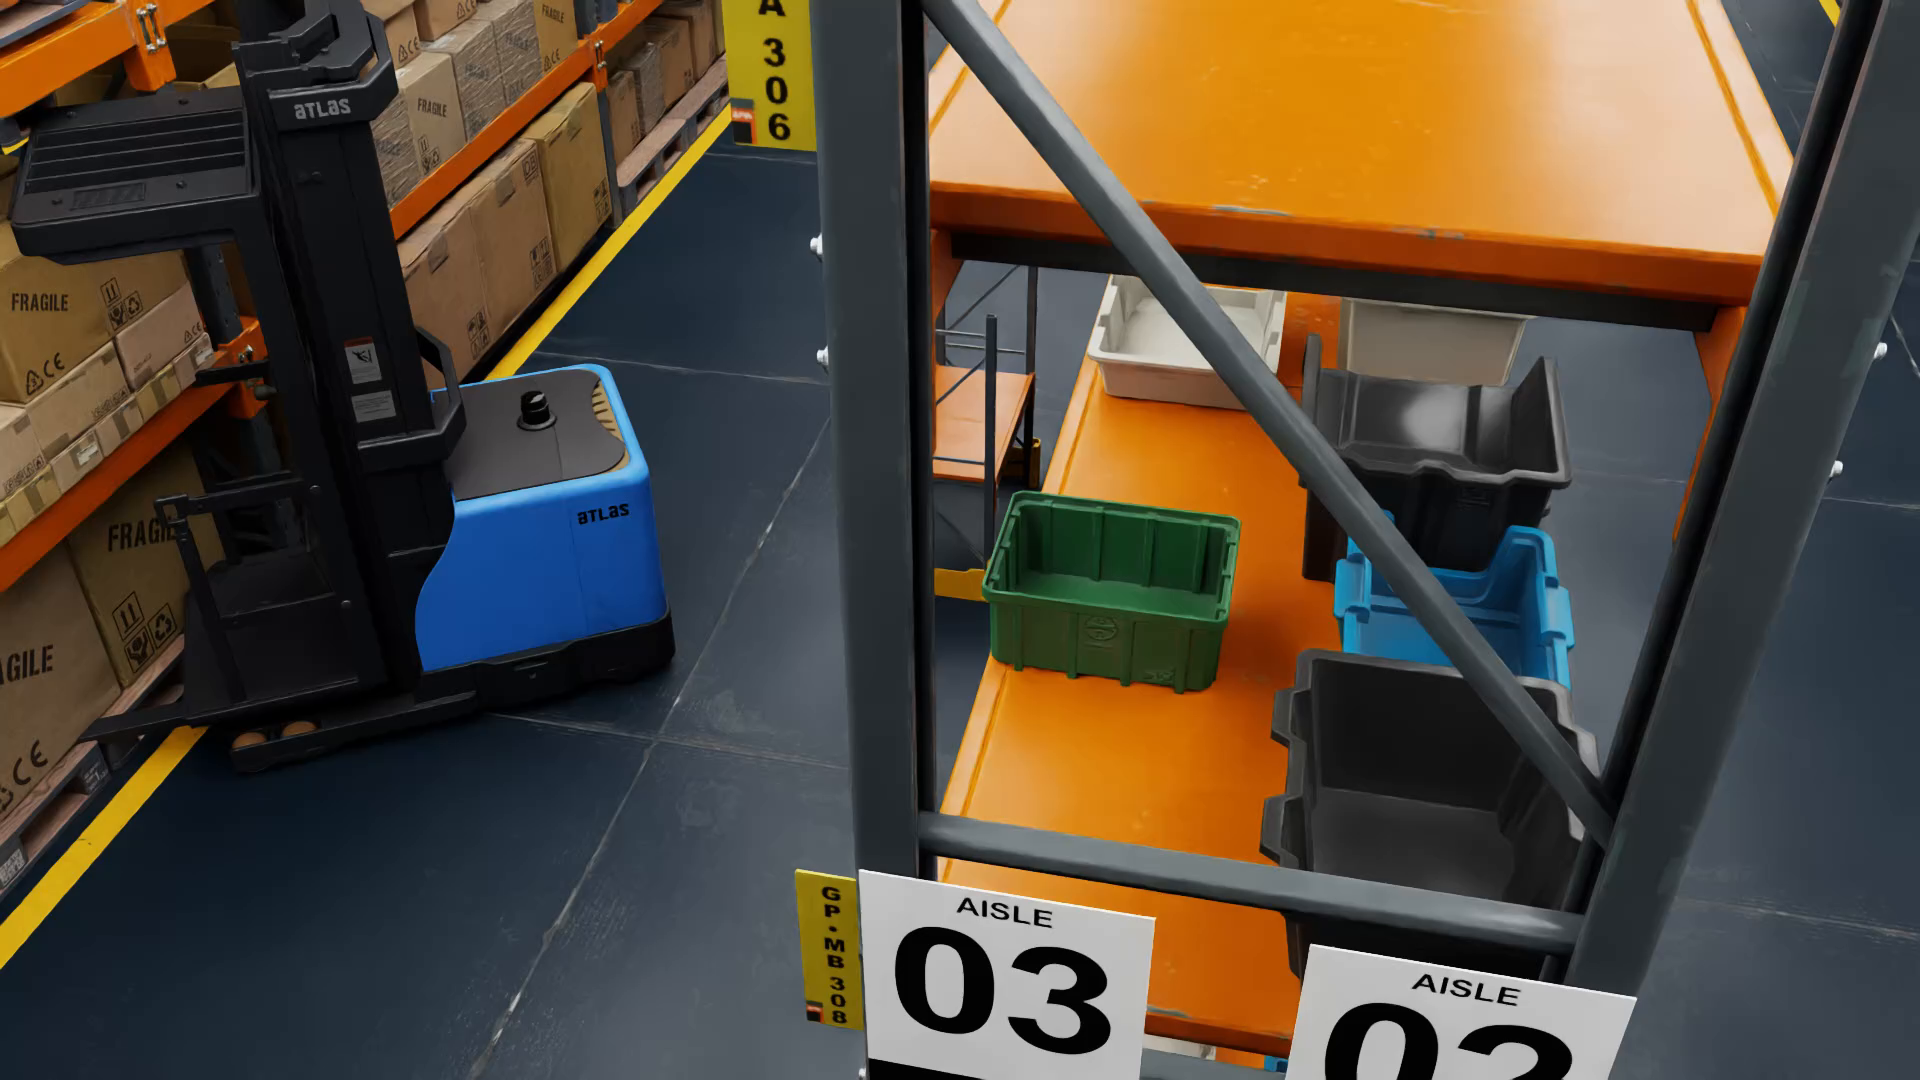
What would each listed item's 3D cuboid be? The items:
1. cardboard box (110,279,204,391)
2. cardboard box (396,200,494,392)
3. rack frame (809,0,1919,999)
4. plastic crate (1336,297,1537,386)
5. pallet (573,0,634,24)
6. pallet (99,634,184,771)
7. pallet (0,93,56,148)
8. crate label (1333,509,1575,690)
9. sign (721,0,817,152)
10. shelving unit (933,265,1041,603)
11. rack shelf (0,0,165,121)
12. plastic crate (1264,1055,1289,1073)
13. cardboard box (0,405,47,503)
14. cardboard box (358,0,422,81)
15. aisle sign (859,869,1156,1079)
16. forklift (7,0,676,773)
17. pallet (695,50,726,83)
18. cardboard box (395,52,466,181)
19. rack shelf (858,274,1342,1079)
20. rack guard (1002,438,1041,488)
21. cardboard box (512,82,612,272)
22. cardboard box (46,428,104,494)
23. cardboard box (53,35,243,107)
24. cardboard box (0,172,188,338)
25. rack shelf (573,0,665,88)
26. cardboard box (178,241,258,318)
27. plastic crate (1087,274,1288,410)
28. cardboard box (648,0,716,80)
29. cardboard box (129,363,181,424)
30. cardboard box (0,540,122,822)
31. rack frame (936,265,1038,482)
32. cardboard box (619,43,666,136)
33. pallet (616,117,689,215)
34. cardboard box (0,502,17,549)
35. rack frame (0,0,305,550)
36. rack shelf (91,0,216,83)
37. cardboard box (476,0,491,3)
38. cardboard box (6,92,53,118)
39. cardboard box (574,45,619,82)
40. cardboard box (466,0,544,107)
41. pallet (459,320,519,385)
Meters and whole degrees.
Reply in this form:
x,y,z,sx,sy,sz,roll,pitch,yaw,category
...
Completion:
x,y,z,sx,sy,sz,roll,pitch,yaw,category
-3.462,-0.858,6.753,0.500,0.250,0.500,7,36,9,cardboard box
-3.317,-1.276,8.908,1.225,0.875,0.875,6,36,8,cardboard box
0.360,-0.600,1.409,1.000,3.000,0.127,7,37,10,rack frame
1.135,-0.569,4.024,0.437,0.282,0.530,7,37,10,plastic crate
-2.722,-3.722,10.993,1.213,0.211,1.003,7,37,10,pallet
-3.863,0.470,7.421,1.003,0.211,1.213,7,37,10,pallet
-7.352,-3.371,12.721,1.003,0.211,1.213,7,37,10,pallet
0.873,0.187,3.007,0.408,0.251,0.502,7,37,10,crate label
-0.181,-0.529,1.586,0.100,0.325,0.005,7,37,10,sign
0.016,-0.651,7.870,0.587,1.500,1.083,7,37,10,shelving unit
-4.051,-0.861,4.939,1.077,0.370,4.000,7,37,10,rack shelf
0.875,1.395,3.861,0.416,0.233,0.300,7,37,10,plastic crate
-3.679,-0.269,5.939,0.500,0.250,0.500,8,37,11,cardboard box
-3.220,-2.649,8.409,0.797,0.503,0.637,8,37,11,cardboard box
0.059,0.781,2.401,0.394,0.787,0.004,7,37,10,aisle sign
-2.845,-0.572,6.542,3.031,2.935,1.130,-12,38,-16,forklift
-2.080,-4.096,13.721,1.003,0.211,1.213,7,37,10,pallet
-2.963,-2.230,8.685,0.500,0.500,0.500,8,37,11,cardboard box
0.787,-0.241,4.083,1.077,0.370,4.000,7,37,10,rack shelf
0.123,-0.430,8.631,0.587,0.250,0.087,7,37,10,rack guard
-2.937,-2.295,10.313,1.225,0.875,0.875,6,36,8,cardboard box
-3.534,-0.325,6.356,0.380,0.149,0.250,8,37,11,cardboard box
-3.496,-1.899,7.374,0.797,0.503,0.637,6,36,9,cardboard box
-3.461,-1.151,6.517,0.500,0.500,0.500,8,37,11,cardboard box
-2.343,-4.233,12.148,1.077,0.370,4.000,7,37,10,rack shelf
-3.282,-1.358,7.482,0.500,0.500,0.500,7,37,10,cardboard box
0.559,-0.494,4.045,0.437,0.136,0.530,7,37,10,plastic crate
-2.307,-3.896,12.825,0.700,0.500,0.500,4,36,6,cardboard box
-3.424,-0.619,6.762,0.380,0.149,0.250,8,37,11,cardboard box
-4.035,0.490,6.471,0.875,0.875,0.875,7,37,10,cardboard box
0.127,-0.948,8.279,0.500,1.500,0.032,7,37,10,rack frame
-2.540,-3.250,11.934,0.700,0.500,0.500,4,36,6,cardboard box
-2.601,-2.697,11.791,1.003,0.211,1.213,7,37,10,pallet
-3.643,-0.030,5.950,0.380,0.149,0.250,7,36,9,cardboard box
-3.624,-1.085,7.191,1.000,3.000,0.127,7,37,10,rack frame
-3.197,-3.155,8.104,1.077,0.370,4.000,7,37,10,rack shelf
-2.942,-3.407,9.455,0.797,0.503,0.637,9,37,12,cardboard box
-7.376,-3.655,12.296,1.050,0.750,0.750,7,36,9,cardboard box
-2.656,-3.235,11.274,0.500,0.250,0.500,9,37,12,cardboard box
-2.745,-2.819,9.499,0.500,0.500,0.500,7,37,10,cardboard box
-3.274,-1.109,9.600,1.003,0.211,1.213,7,37,10,pallet
